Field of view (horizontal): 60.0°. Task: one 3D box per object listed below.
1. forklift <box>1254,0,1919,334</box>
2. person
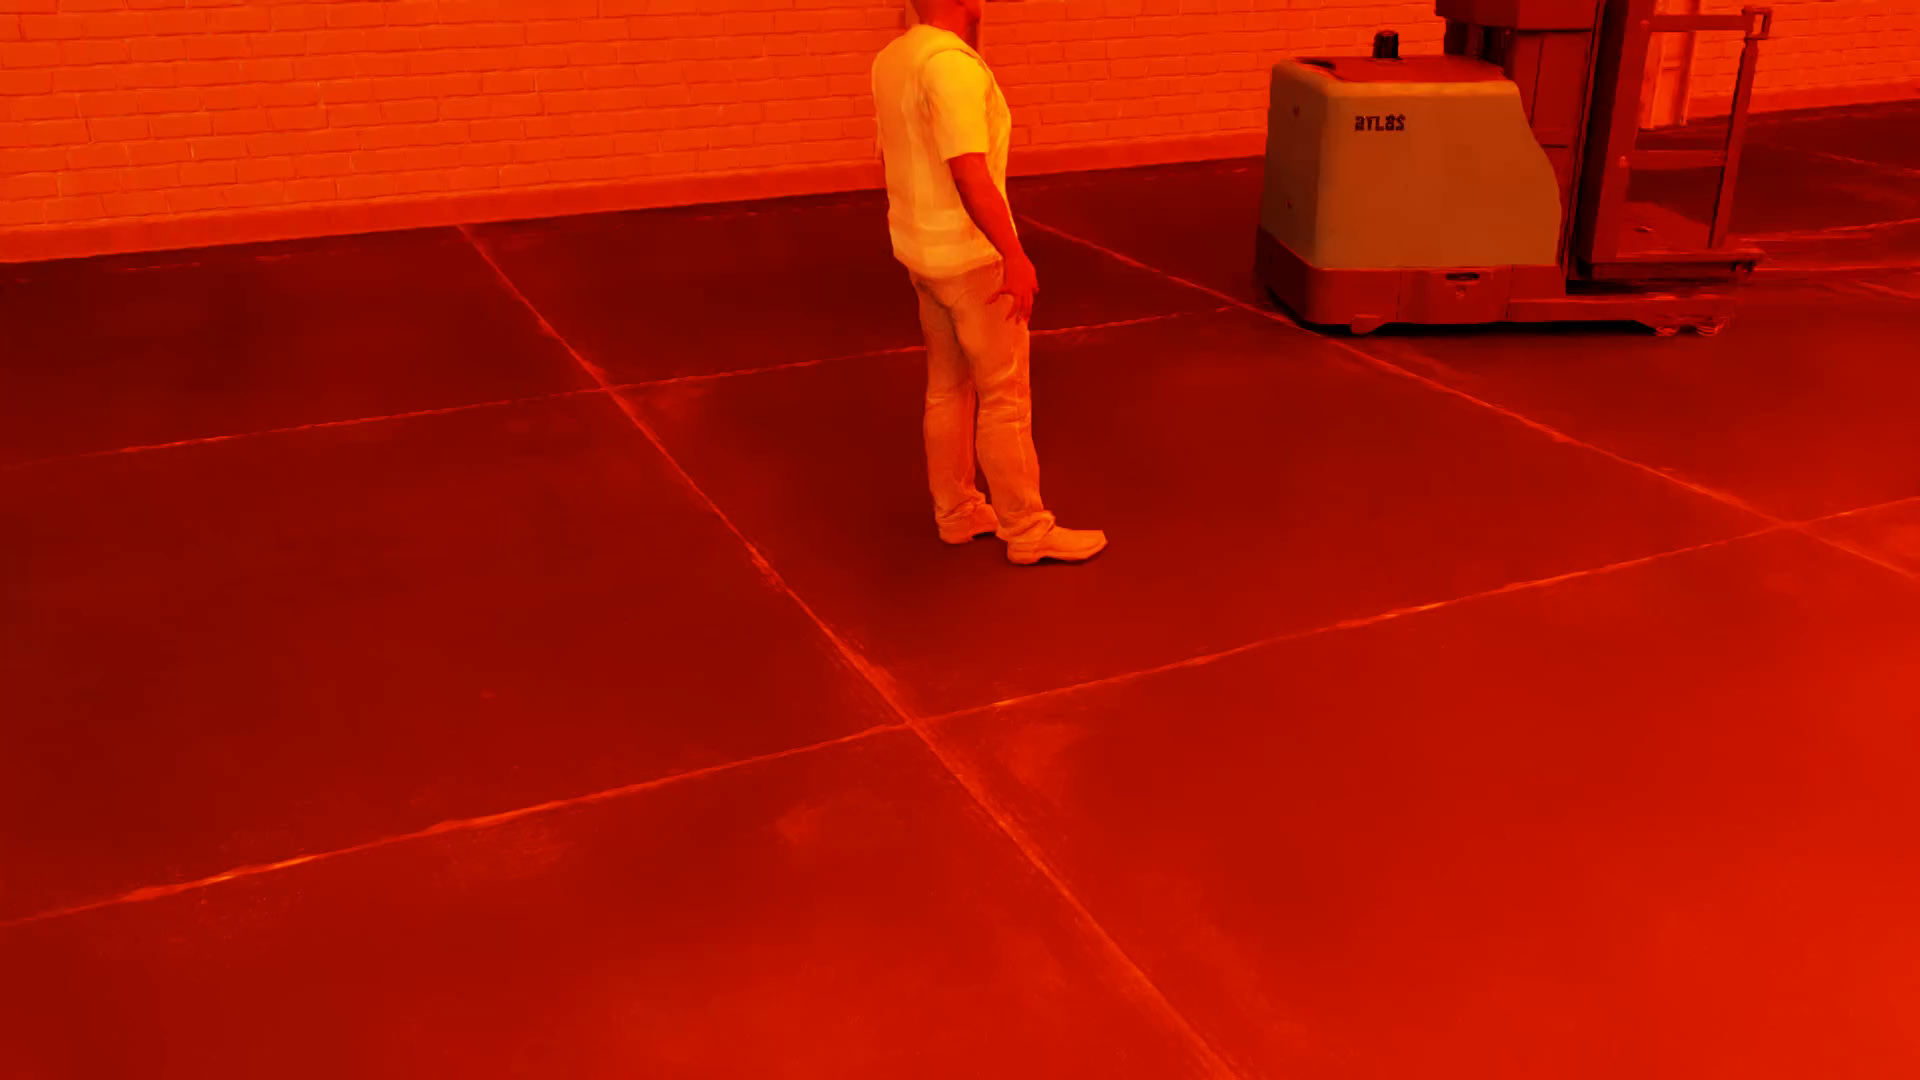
[{"bbox_3d":[2.963,-2.461,7.211,3.031,2.935,1.130,-2,23,-5],"label":"forklift"},{"bbox_3d":[0.065,-0.831,4.788,0.576,1.766,0.665,-10,25,-23],"label":"person"}]
